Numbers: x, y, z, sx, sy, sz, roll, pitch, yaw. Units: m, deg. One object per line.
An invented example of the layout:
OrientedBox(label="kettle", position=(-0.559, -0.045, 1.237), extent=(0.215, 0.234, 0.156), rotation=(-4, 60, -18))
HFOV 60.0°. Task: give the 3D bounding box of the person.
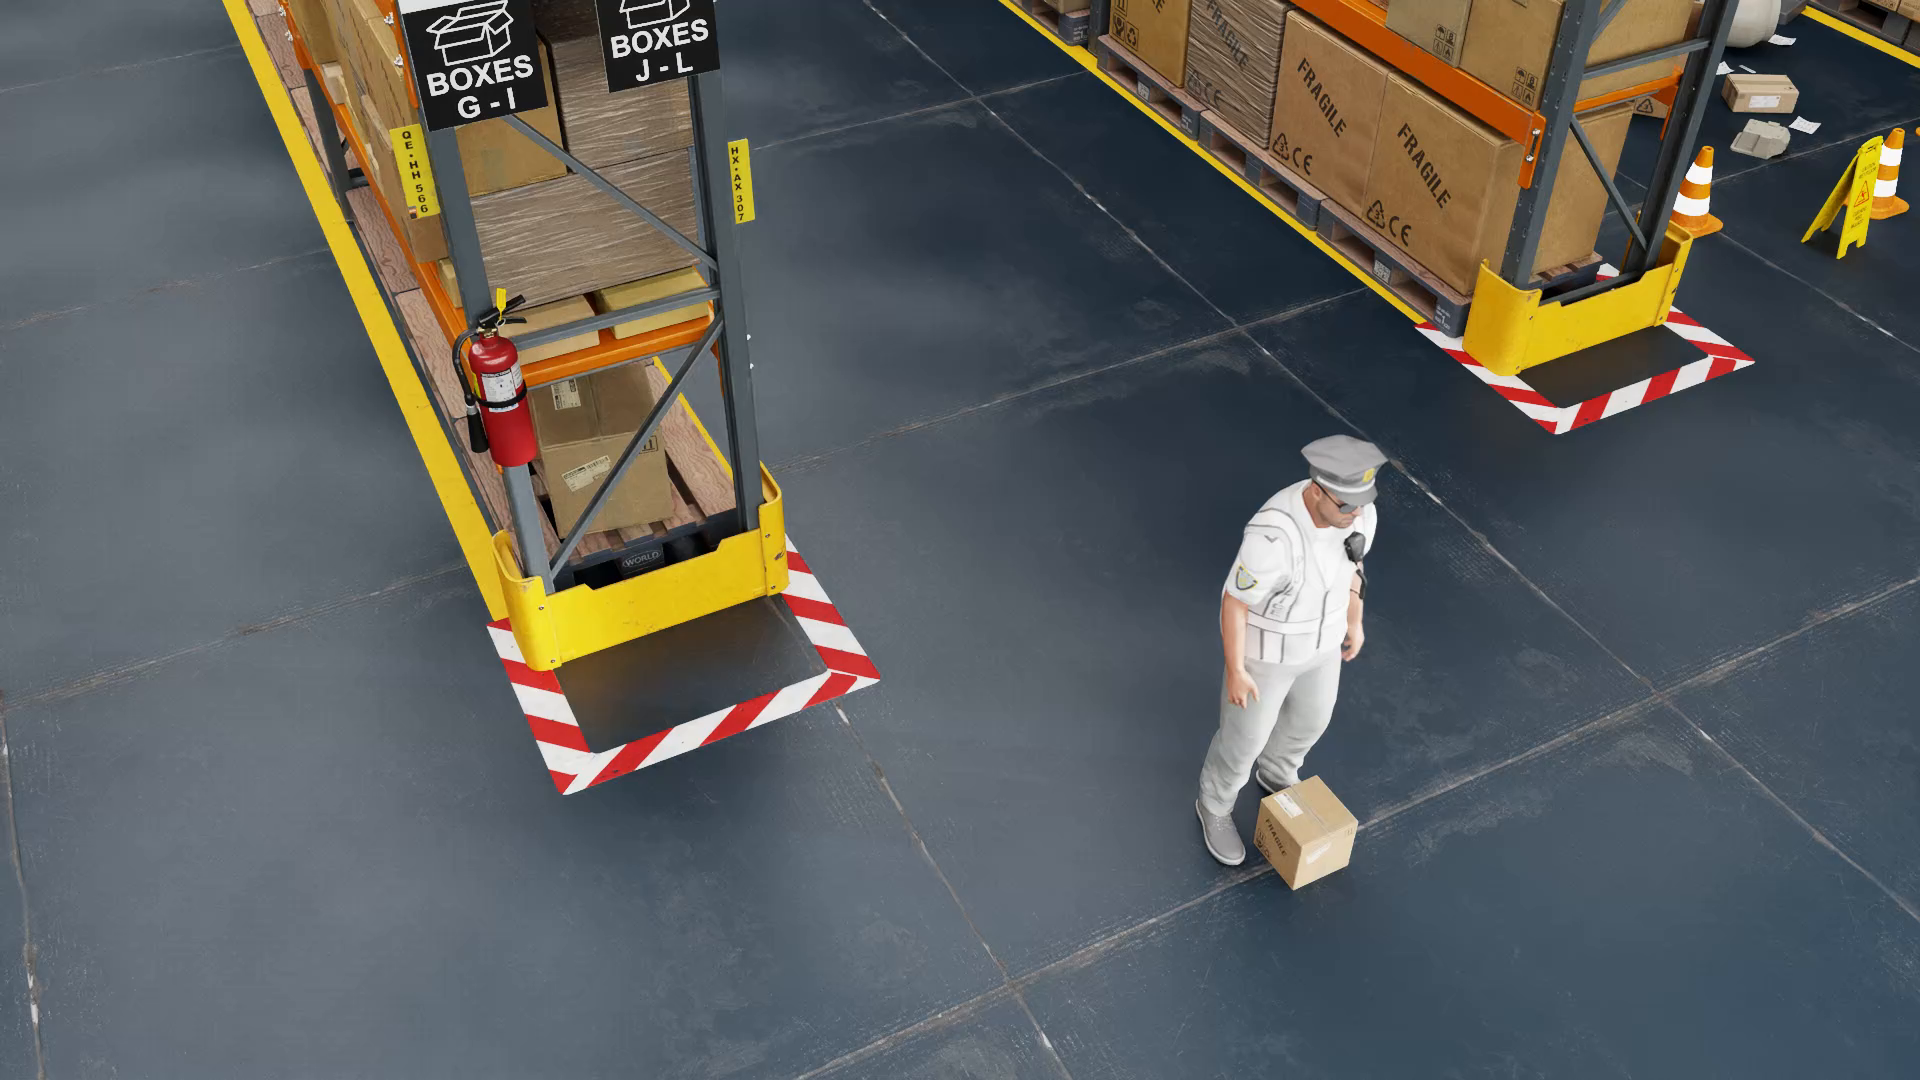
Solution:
OrientedBox(label="person", position=(1.131, 0.340, 5.759), extent=(0.602, 1.750, 0.427), rotation=(-21, 45, -22))
